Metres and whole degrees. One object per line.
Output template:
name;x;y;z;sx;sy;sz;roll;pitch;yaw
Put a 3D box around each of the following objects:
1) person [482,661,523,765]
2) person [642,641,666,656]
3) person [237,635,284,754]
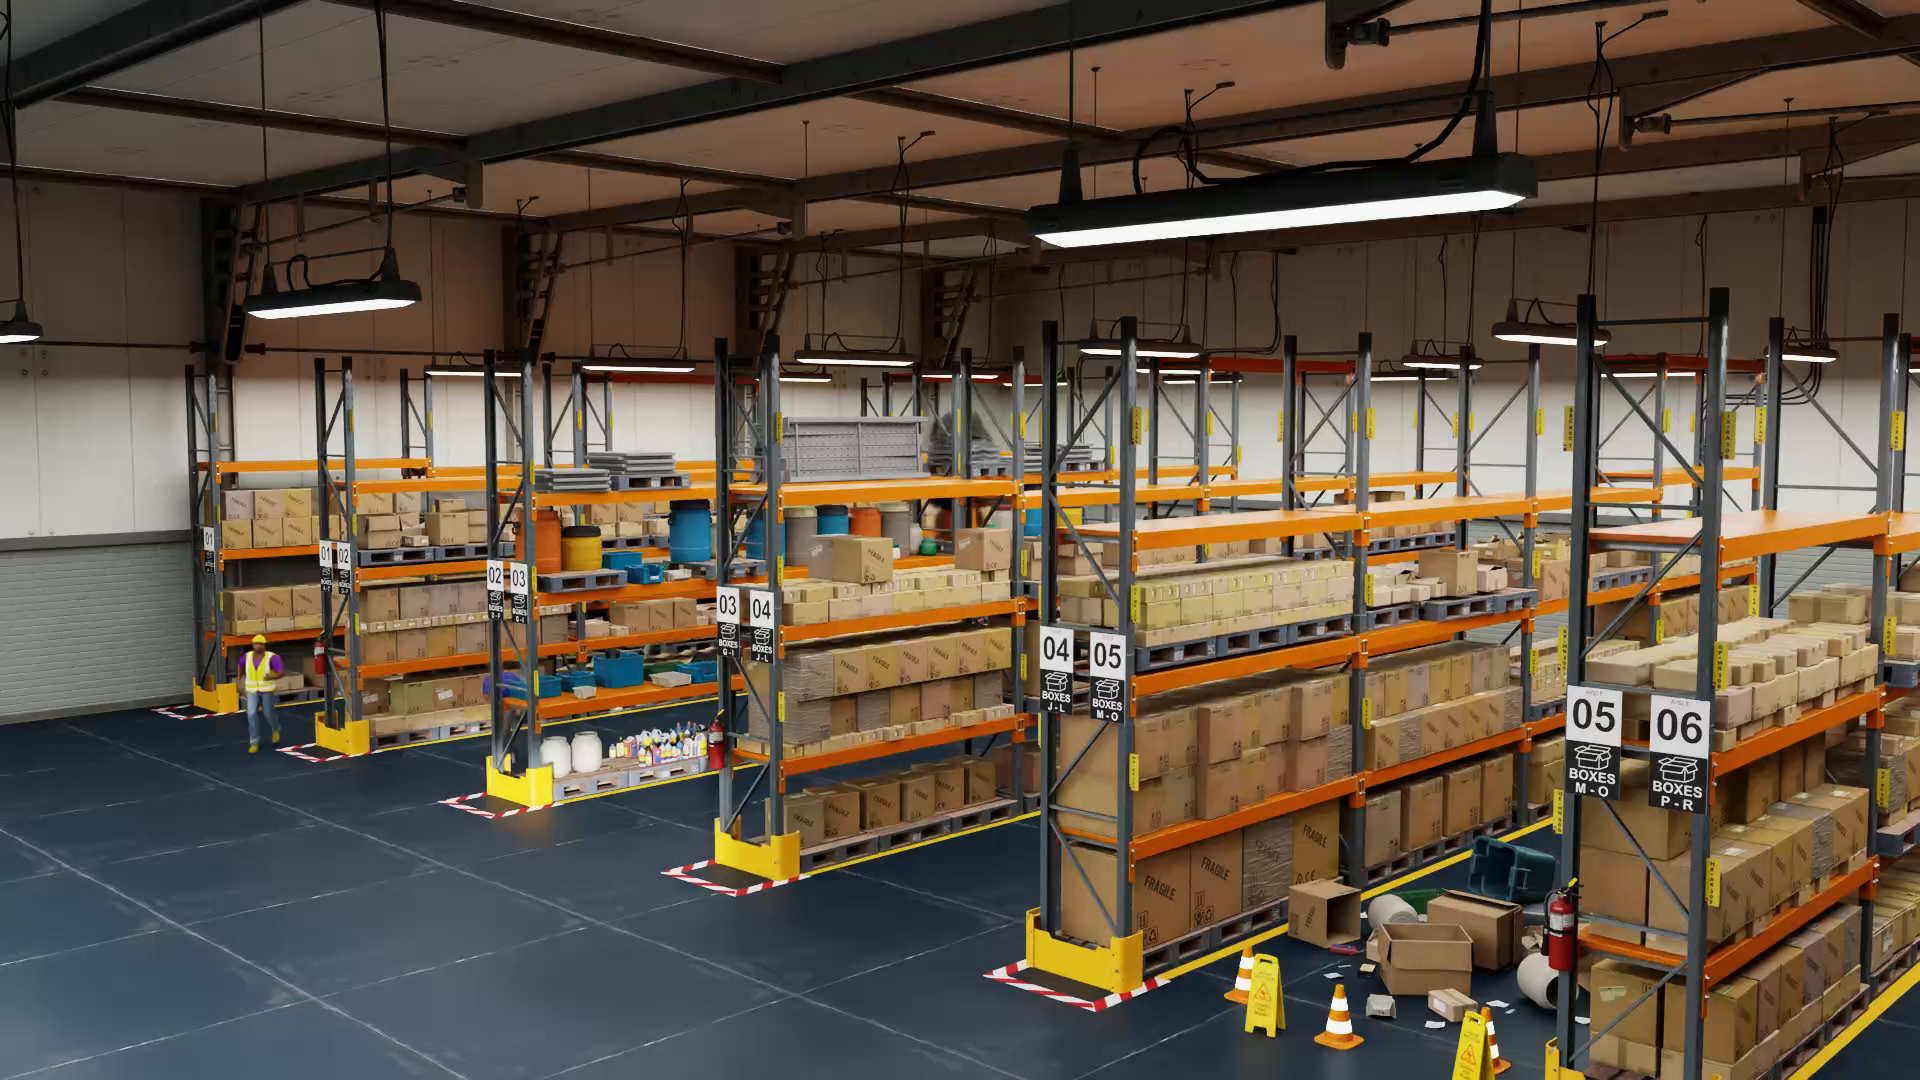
person;-6.719;2.500;24.439;0.494;1.575;0.887;1;4;11
person;-5.843;2.000;31.722;0.548;1.536;0.742;0;4;6
person;-10.711;2.314;25.465;0.719;1.756;0.993;-1;4;-10
